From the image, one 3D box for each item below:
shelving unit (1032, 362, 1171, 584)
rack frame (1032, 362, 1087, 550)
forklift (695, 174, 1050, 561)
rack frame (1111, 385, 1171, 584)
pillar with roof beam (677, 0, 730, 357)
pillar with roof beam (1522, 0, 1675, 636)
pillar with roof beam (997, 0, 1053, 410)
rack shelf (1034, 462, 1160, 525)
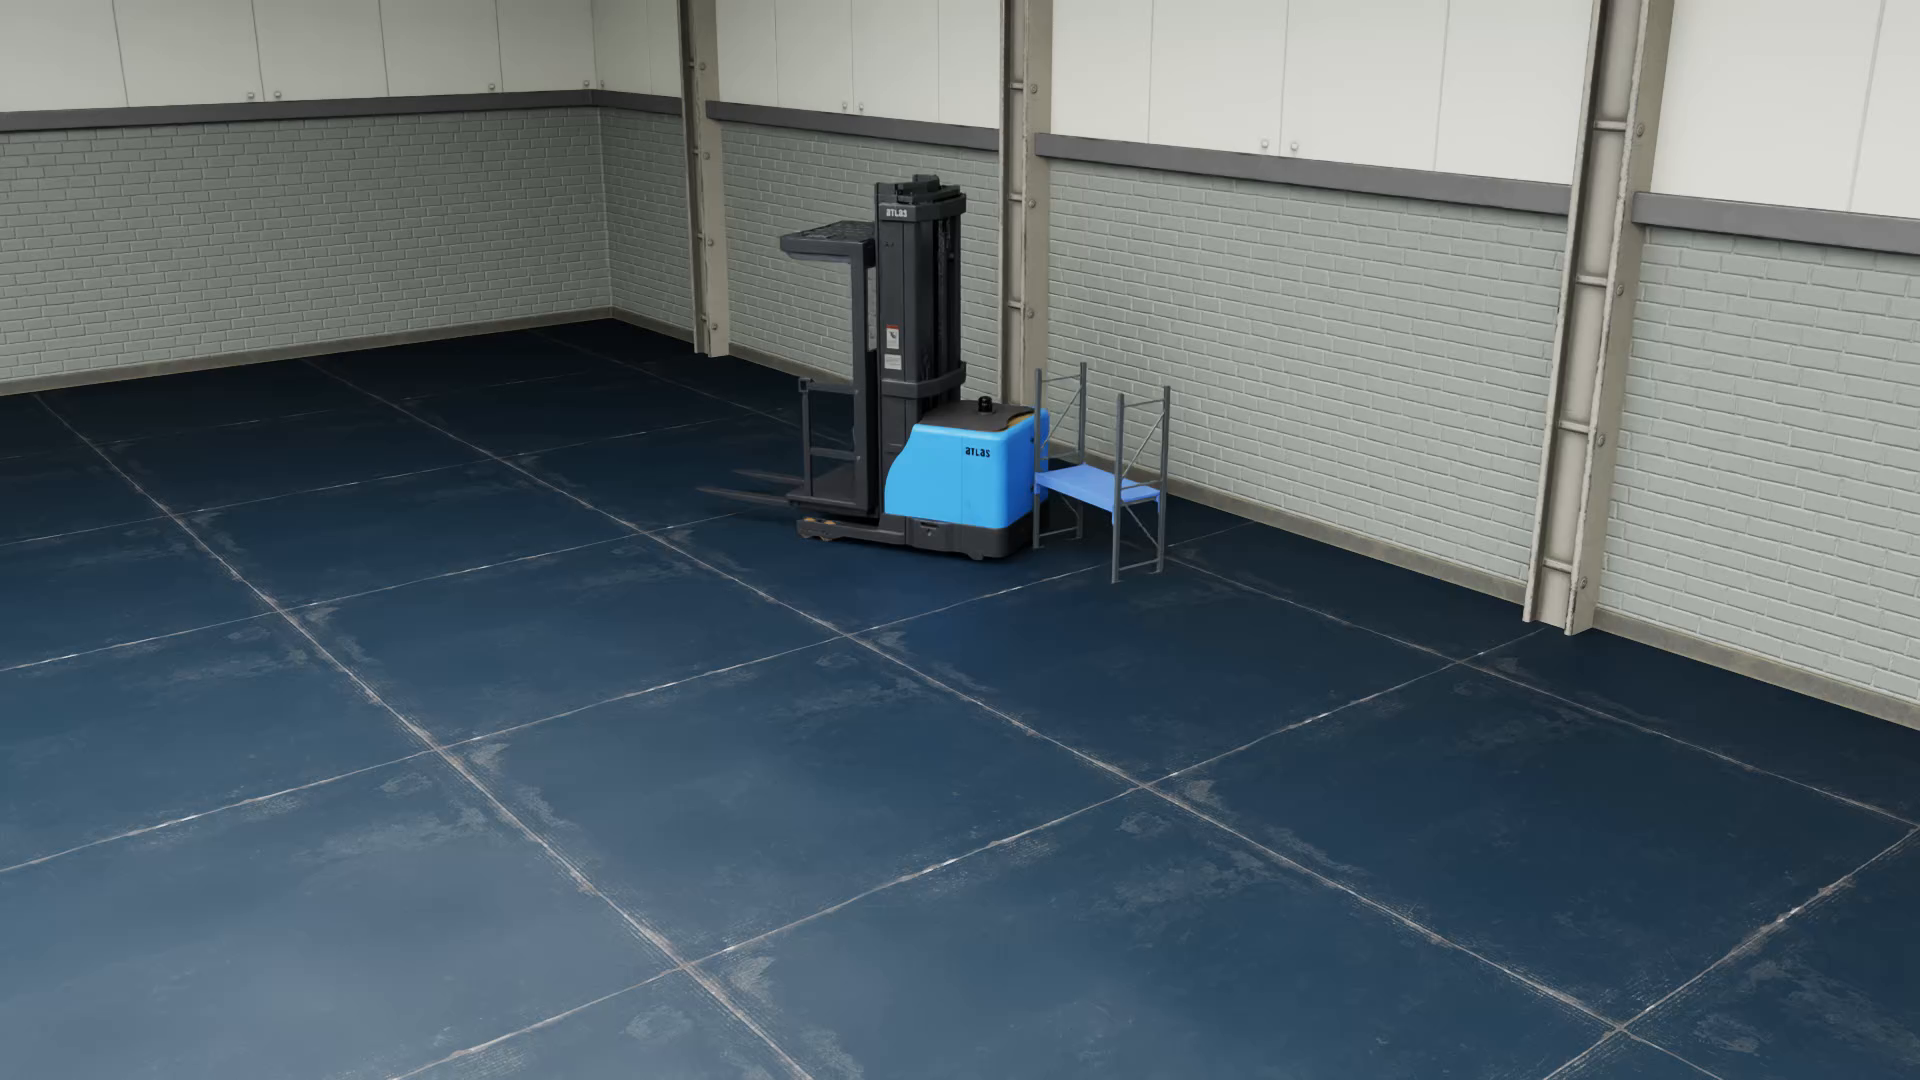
[{"bbox_3d":[1.097,-0.550,13.138,0.538,1.500,1.048,-12,22,-33],"label":"shelving unit"},{"bbox_3d":[0.809,-0.682,13.535,0.500,1.500,0.032,-12,22,-33],"label":"rack frame"},{"bbox_3d":[-0.806,-1.521,13.795,3.031,2.935,1.130,8,20,24],"label":"forklift"},{"bbox_3d":[1.386,-0.418,12.740,0.500,1.500,0.032,-12,22,-33],"label":"rack frame"},{"bbox_3d":[-6.493,-5.786,17.022,9.100,9.000,0.400,-14,23,-36],"label":"pillar with roof beam"},{"bbox_3d":[0.958,-2.829,8.092,9.100,9.000,0.400,-14,23,-36],"label":"pillar with roof beam"},{"bbox_3d":[-2.767,-4.308,12.557,9.100,9.000,0.400,-14,23,-36],"label":"pillar with roof beam"},{"bbox_3d":[1.097,-0.379,13.194,0.538,0.185,1.000,-12,22,-33],"label":"rack shelf"}]
